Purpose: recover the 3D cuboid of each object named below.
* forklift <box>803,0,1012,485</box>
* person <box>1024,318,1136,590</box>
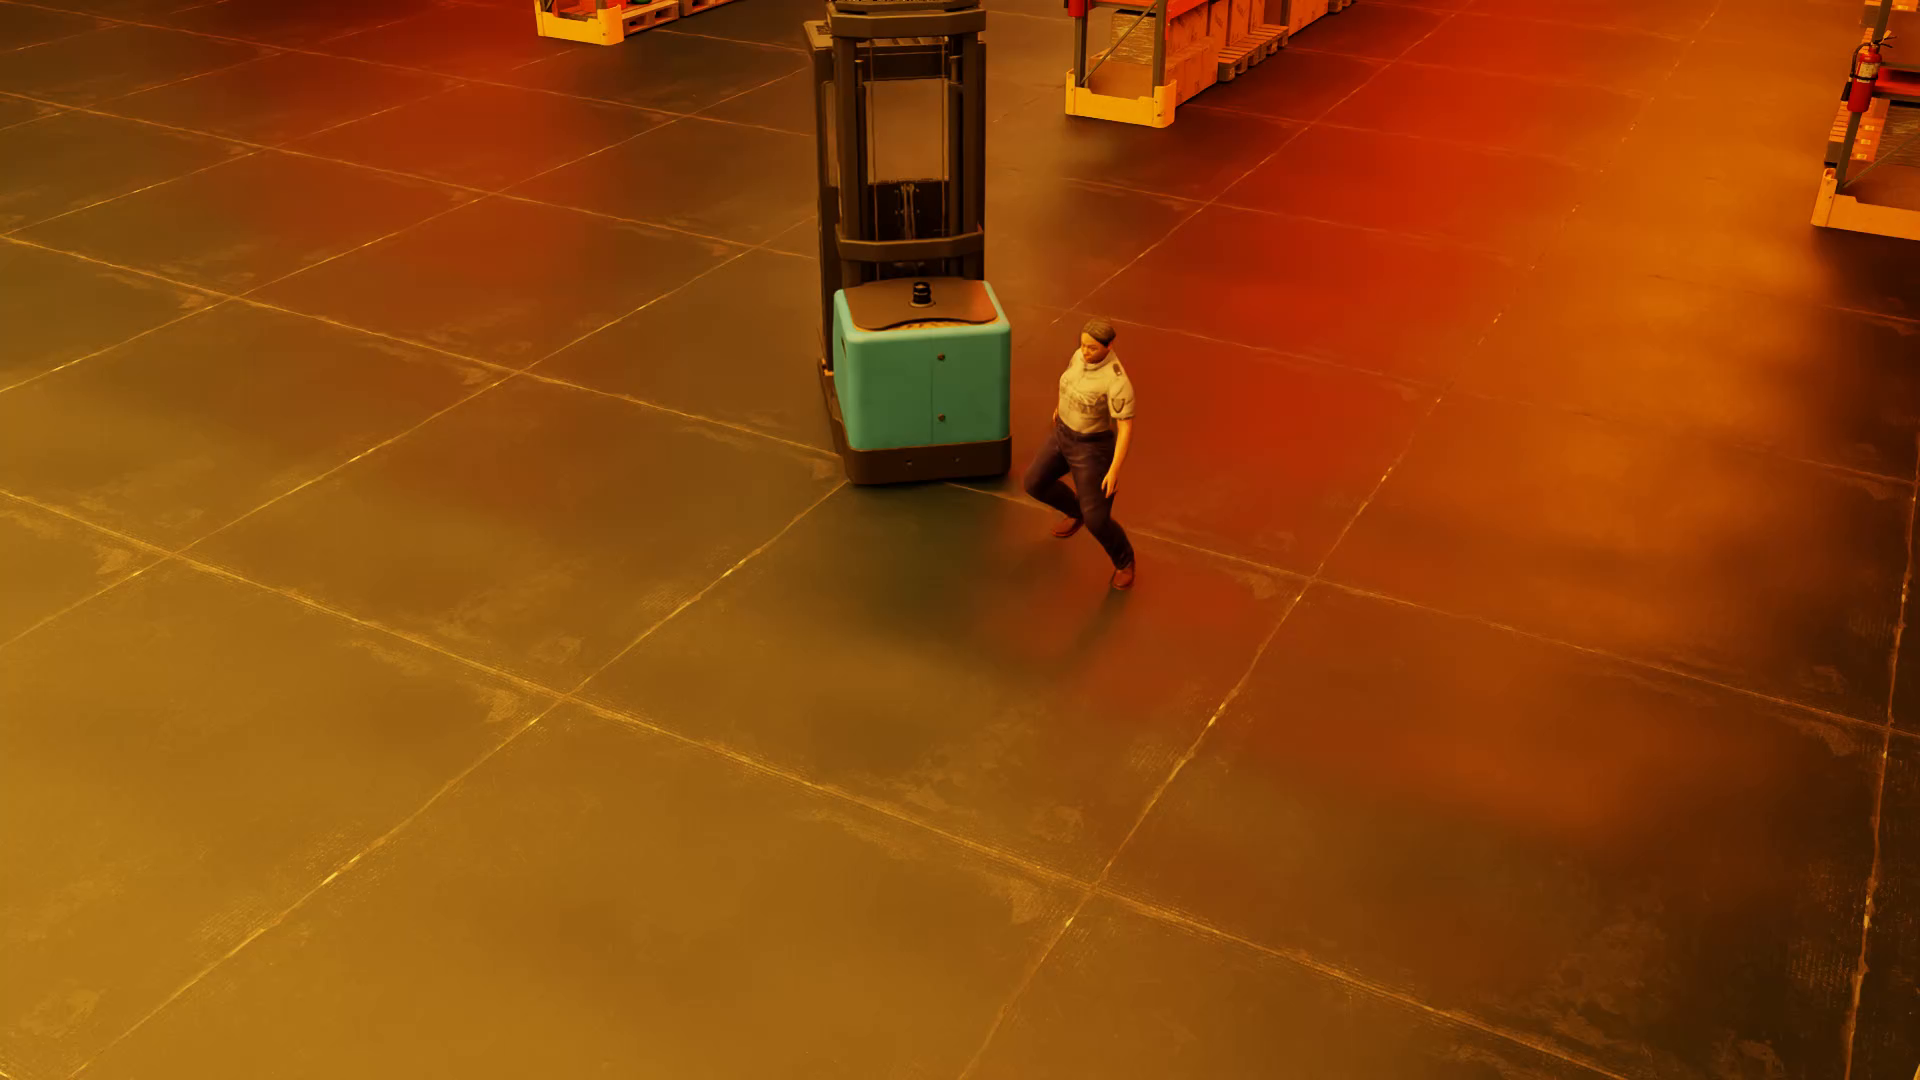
[{"bbox_3d":[-0.421,-2.336,11.119,1.130,2.935,3.031,-5,30,-8],"label":"forklift"},{"bbox_3d":[0.704,-0.552,9.418,0.494,1.569,0.838,-14,33,-23],"label":"person"}]
